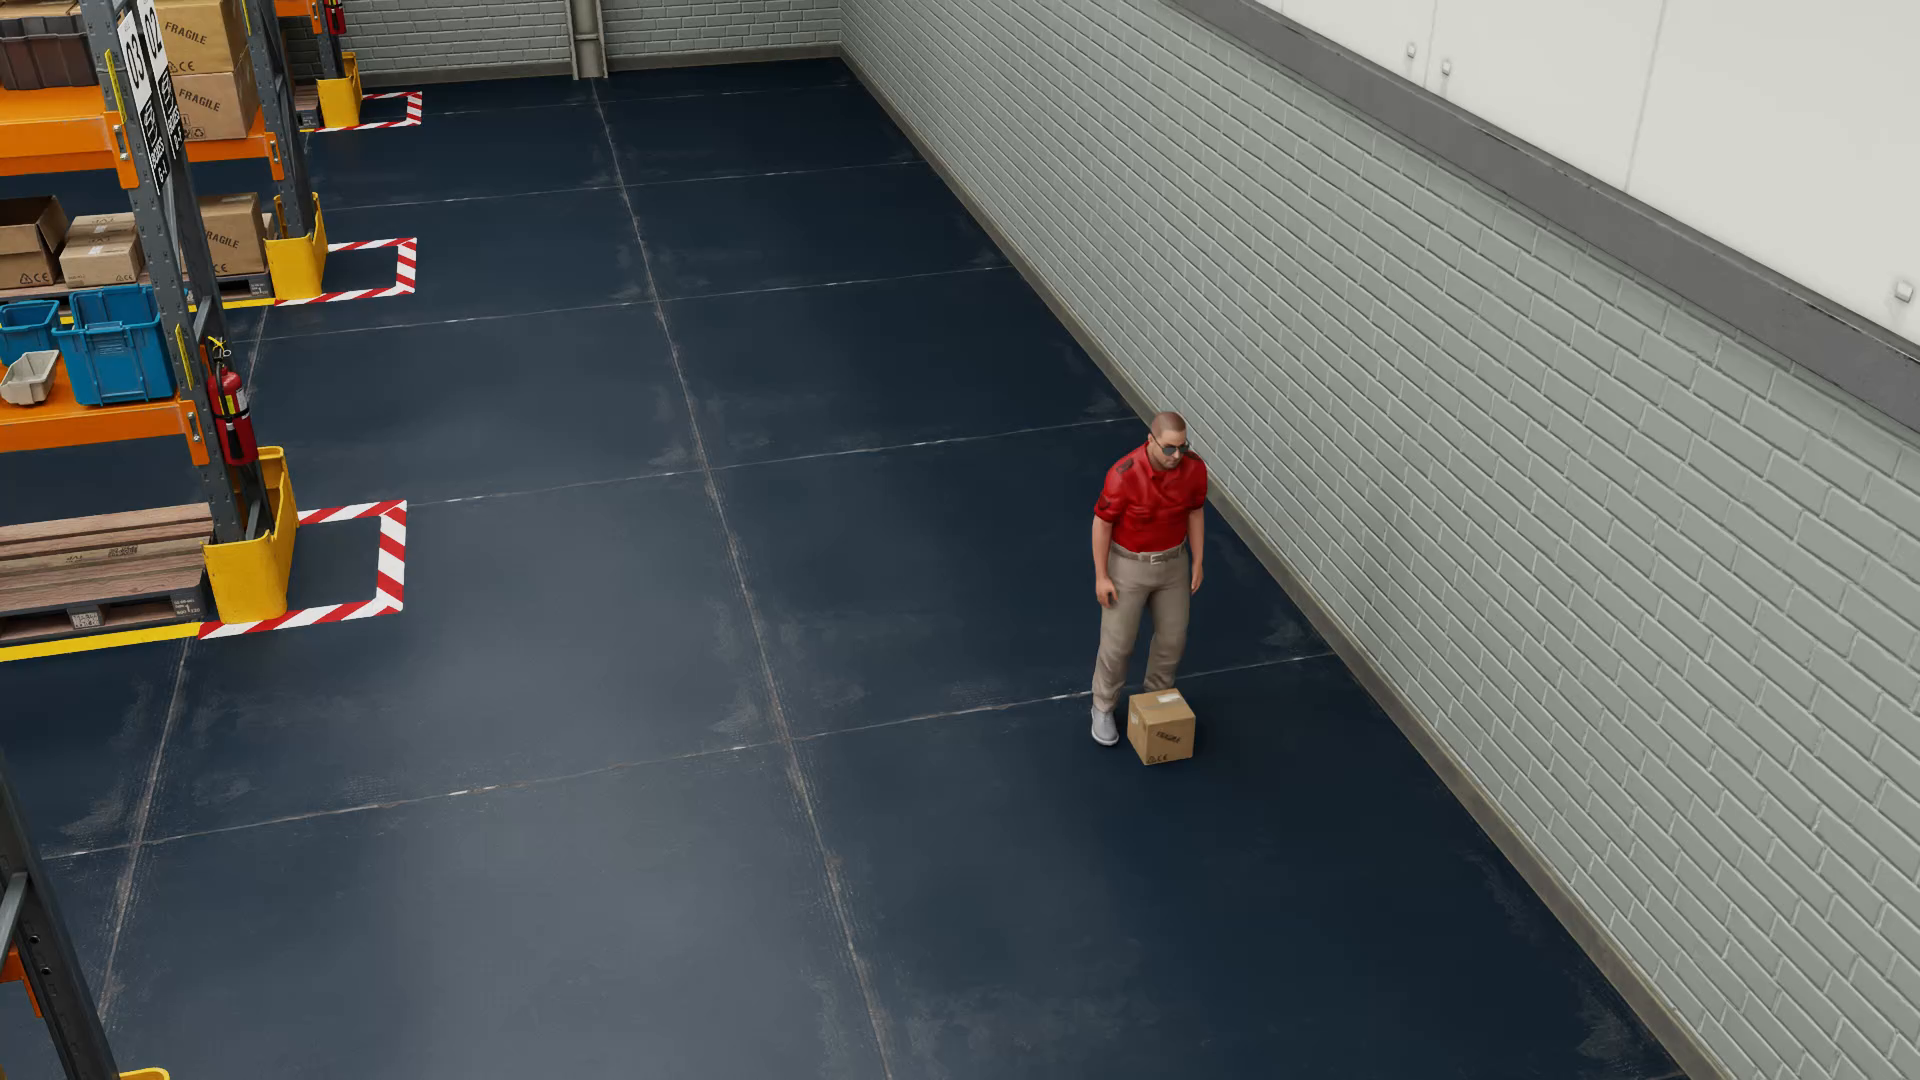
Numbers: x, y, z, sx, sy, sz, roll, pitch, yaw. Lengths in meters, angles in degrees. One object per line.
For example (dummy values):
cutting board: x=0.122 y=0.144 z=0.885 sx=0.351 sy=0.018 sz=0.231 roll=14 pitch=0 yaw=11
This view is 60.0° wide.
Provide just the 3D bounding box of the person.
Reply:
person: x=0.910 y=0.152 z=7.993 sx=0.584 sy=1.725 sz=0.393 roll=-9 pitch=31 yaw=-15
